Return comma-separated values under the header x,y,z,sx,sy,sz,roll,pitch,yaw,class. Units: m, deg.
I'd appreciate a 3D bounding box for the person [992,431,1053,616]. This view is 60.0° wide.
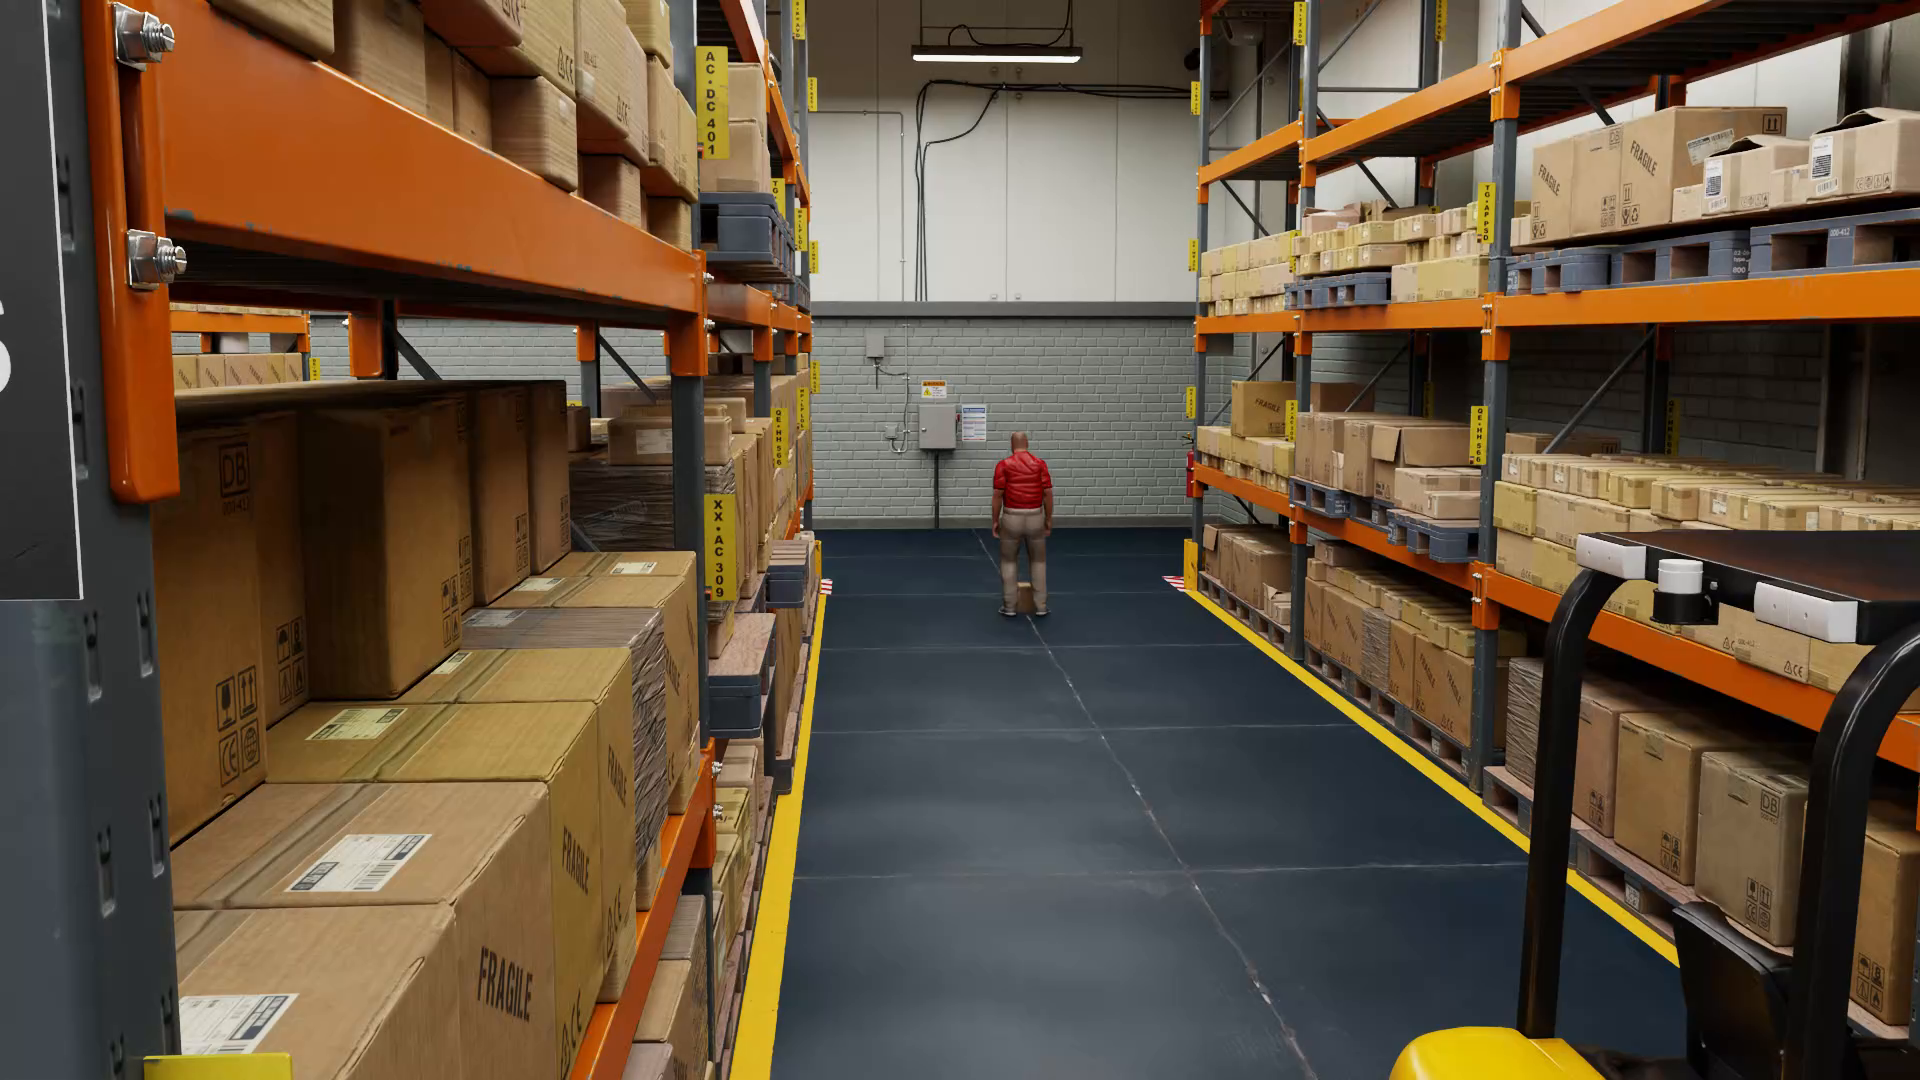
x,y,z,sx,sy,sz,roll,pitch,yaw,class
0.581,-0.152,15.574,0.584,1.725,0.391,-1,7,-6,person
